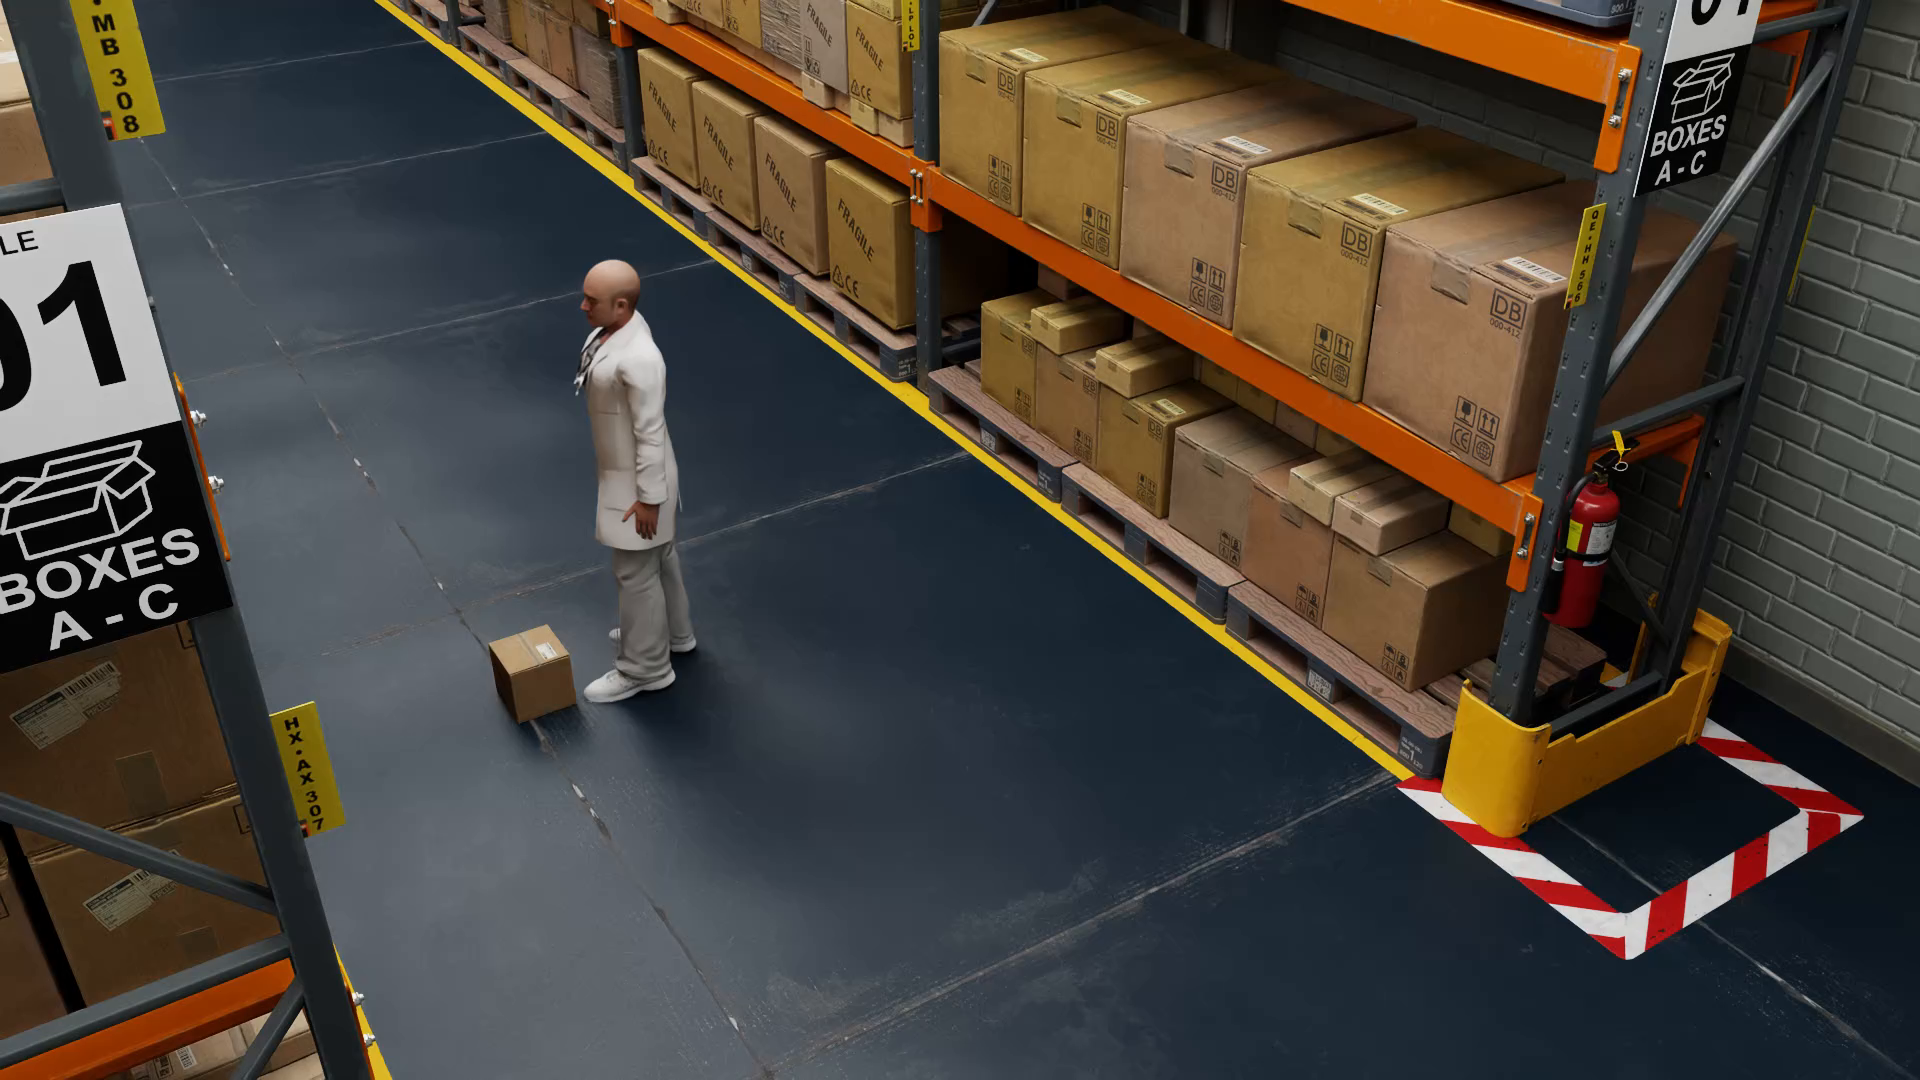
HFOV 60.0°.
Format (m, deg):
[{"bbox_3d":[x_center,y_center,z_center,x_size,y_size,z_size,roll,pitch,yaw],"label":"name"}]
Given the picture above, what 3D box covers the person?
[{"bbox_3d":[-1.357,-0.252,6.548,0.494,1.798,0.637,-9,33,-14],"label":"person"}]
